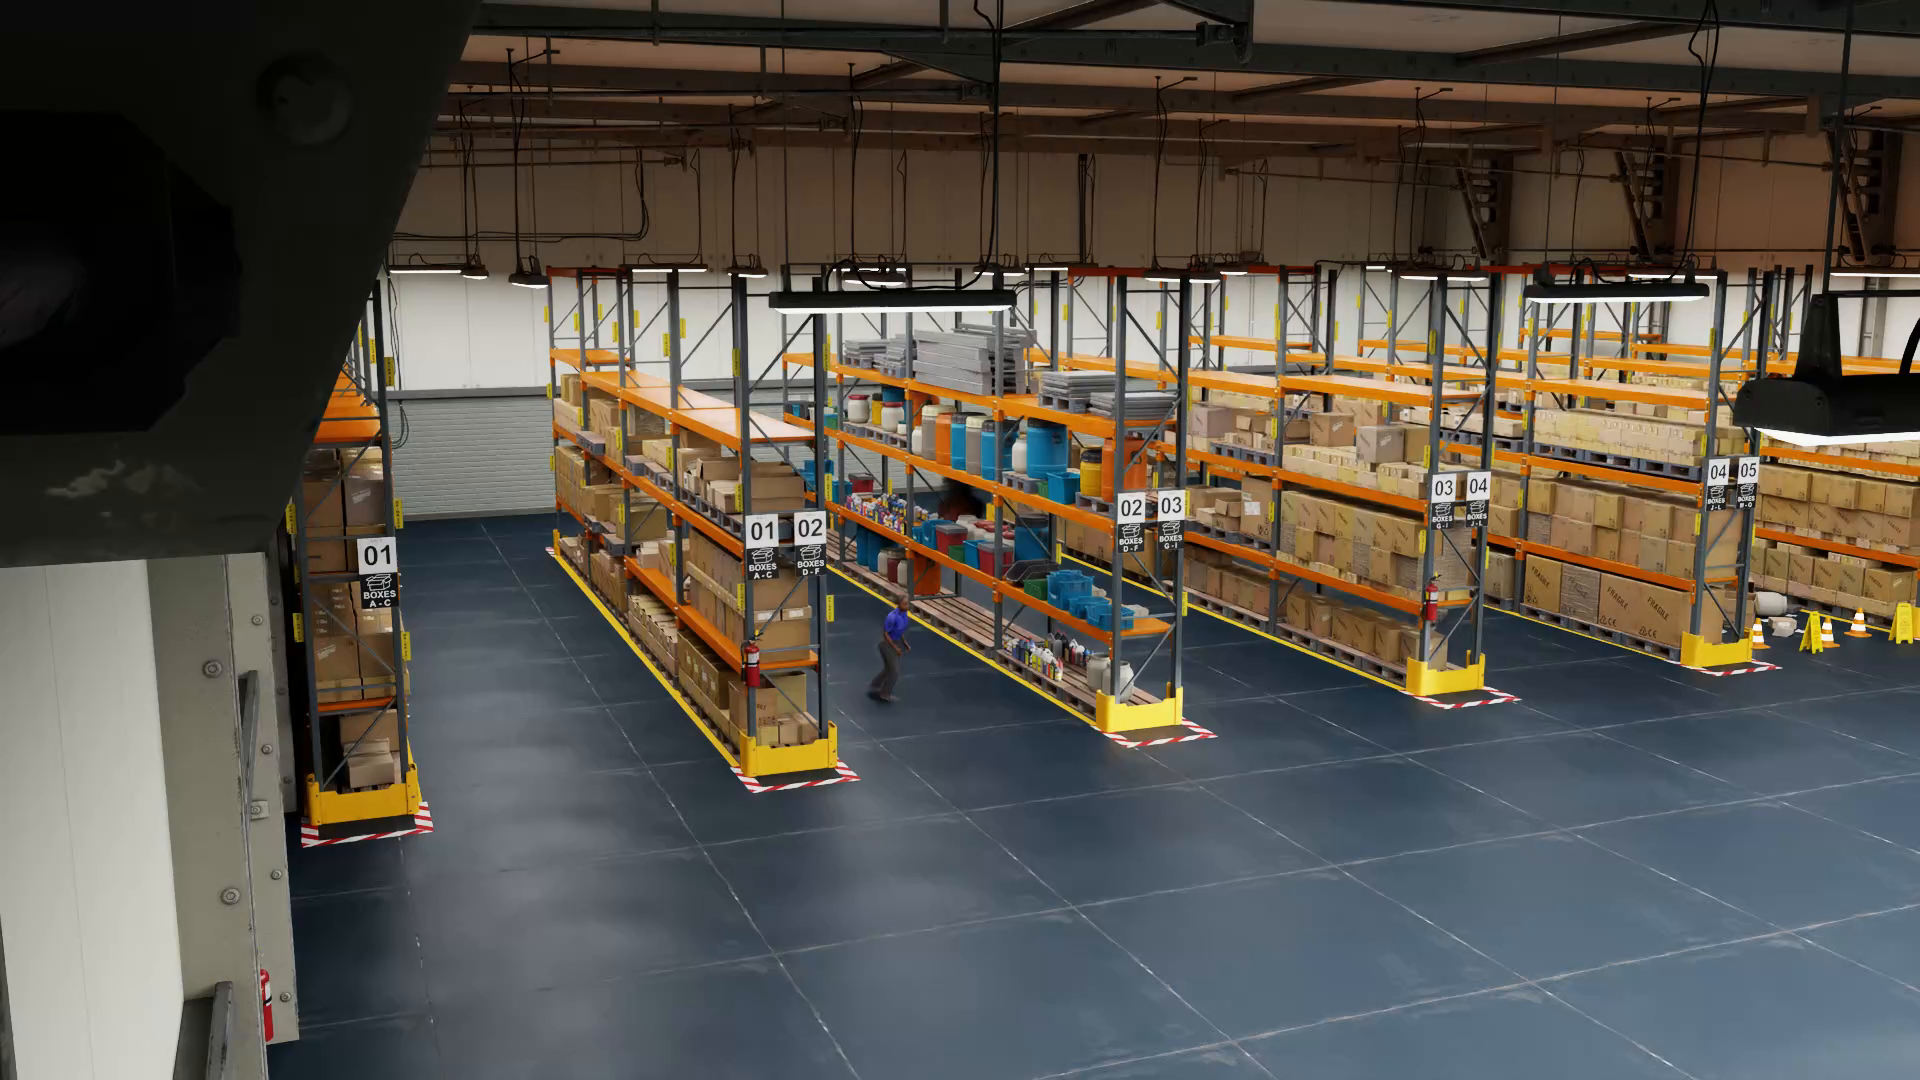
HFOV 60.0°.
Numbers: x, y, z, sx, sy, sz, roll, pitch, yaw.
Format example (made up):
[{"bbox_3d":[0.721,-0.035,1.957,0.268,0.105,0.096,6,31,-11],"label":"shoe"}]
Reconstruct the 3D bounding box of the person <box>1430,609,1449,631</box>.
[{"bbox_3d":[7.902,0.774,27.212,0.648,1.683,0.675,-5,11,-27],"label":"person"}]

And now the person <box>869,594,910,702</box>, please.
[{"bbox_3d":[-1.015,1.510,23.515,0.753,1.593,0.573,5,11,24],"label":"person"}]
